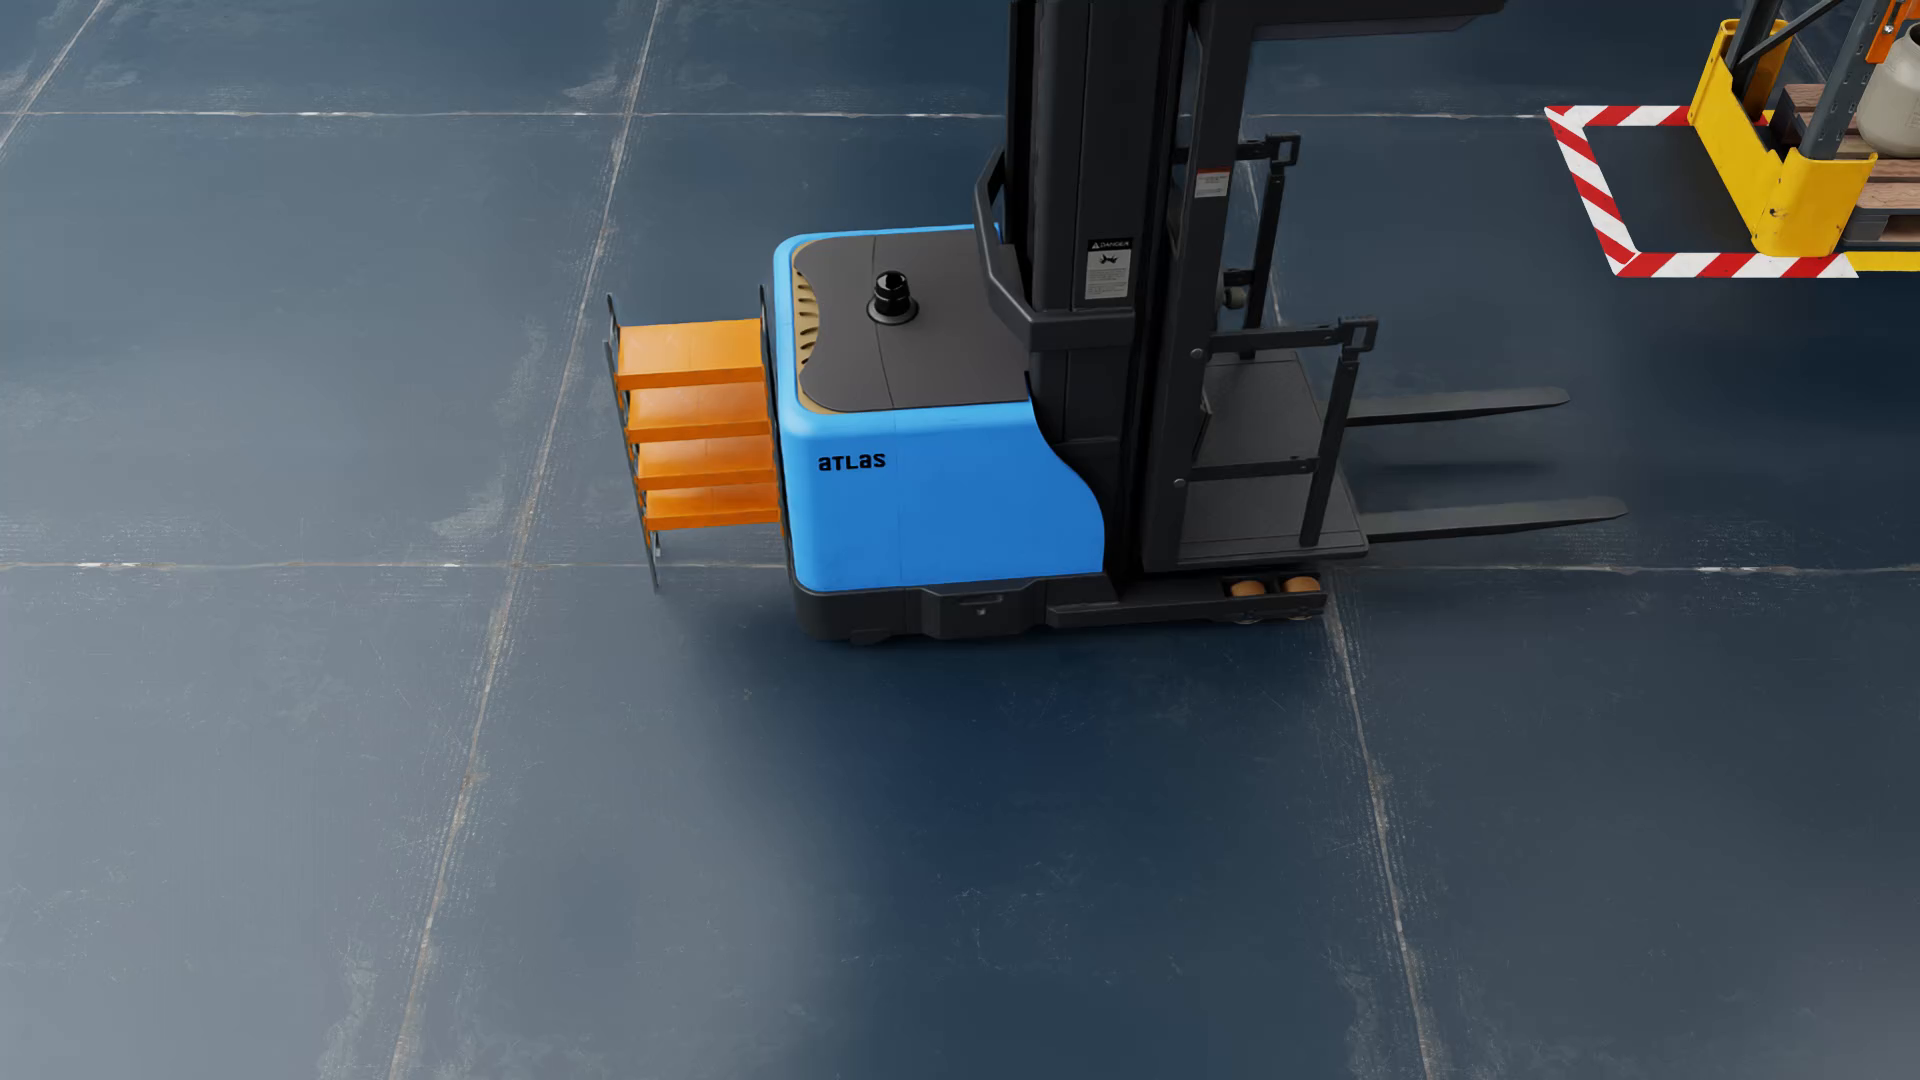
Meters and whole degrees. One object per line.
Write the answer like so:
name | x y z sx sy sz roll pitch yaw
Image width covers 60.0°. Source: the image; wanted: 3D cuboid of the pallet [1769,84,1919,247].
pallet | 4.561 -1.758 7.742 1.213 0.211 1.003 0 47 0

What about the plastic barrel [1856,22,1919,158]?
plastic barrel | 4.331 -2.029 7.502 0.421 0.512 0.421 0 47 0

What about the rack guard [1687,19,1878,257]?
rack guard | 3.748 -1.862 7.642 0.348 0.500 1.175 0 47 0

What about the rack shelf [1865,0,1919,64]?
rack shelf | 5.672 -2.429 6.953 4.000 0.370 1.077 0 47 0

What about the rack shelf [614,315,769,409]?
rack shelf | -0.875 -0.583 5.437 0.480 0.148 0.258 -4 47 -4

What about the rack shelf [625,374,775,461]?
rack shelf | -0.875 -0.422 5.610 0.480 0.148 0.258 -4 47 -4

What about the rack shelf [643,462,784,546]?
rack shelf | -0.875 -0.135 5.919 0.480 0.148 0.258 -4 47 -4

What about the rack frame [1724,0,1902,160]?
rack frame | 3.672 -2.680 6.695 0.127 3.000 1.000 0 47 0

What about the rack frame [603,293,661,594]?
rack frame | -1.117 -0.298 5.708 0.015 1.200 0.240 -4 47 -4

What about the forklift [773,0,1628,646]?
forklift | 0.890 -1.081 5.254 3.031 2.935 1.130 -4 47 -4

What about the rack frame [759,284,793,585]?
rack frame | -0.632 -0.333 5.740 0.015 1.200 0.240 -4 47 -4

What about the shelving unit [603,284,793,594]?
shelving unit | -0.875 -0.316 5.724 0.503 1.200 0.258 -4 47 -4

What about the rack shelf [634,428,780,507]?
rack shelf | -0.875 -0.270 5.773 0.480 0.148 0.258 -4 47 -4
